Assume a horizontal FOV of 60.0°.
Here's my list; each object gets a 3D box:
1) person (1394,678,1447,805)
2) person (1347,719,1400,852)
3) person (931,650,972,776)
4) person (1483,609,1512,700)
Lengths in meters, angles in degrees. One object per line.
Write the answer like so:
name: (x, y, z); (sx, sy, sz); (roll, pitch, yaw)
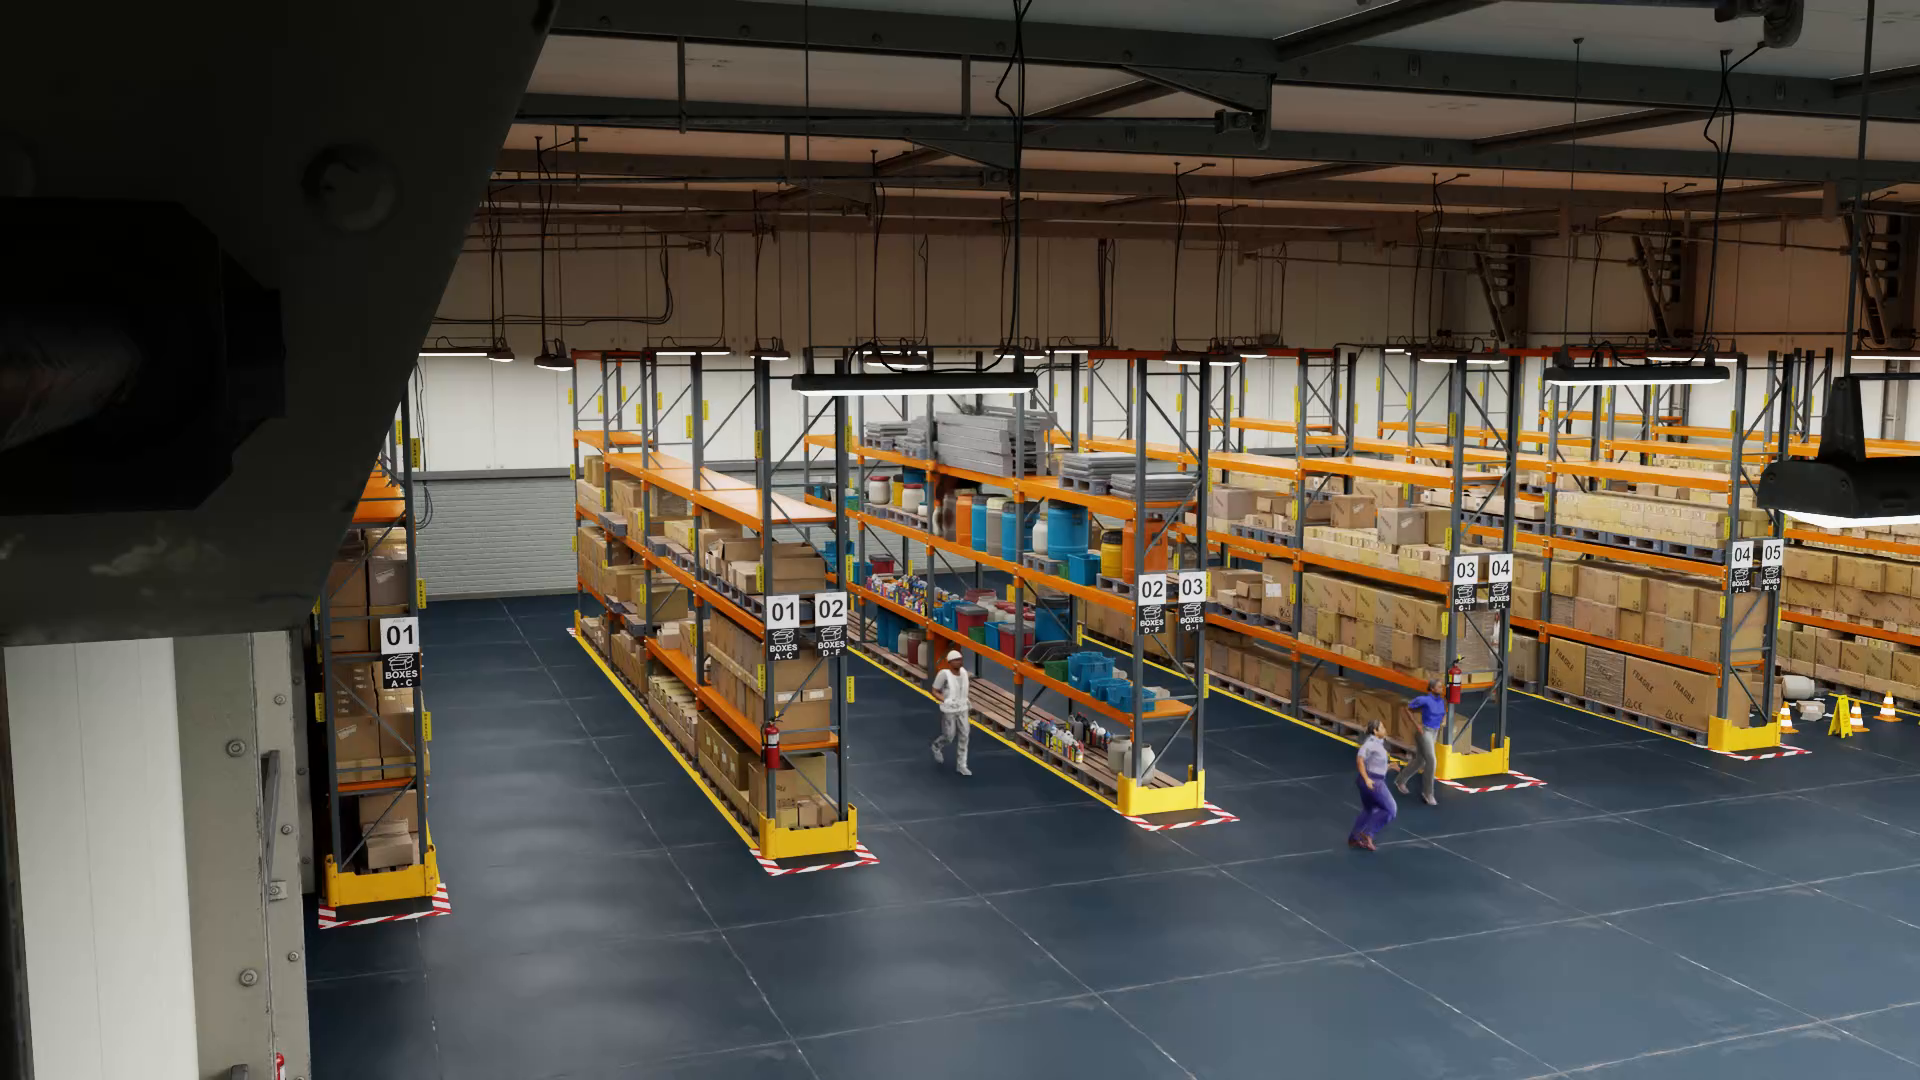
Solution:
person: (6.362, 2.722, 22.732); (0.585, 1.704, 0.738); (-6, 10, -42)
person: (5.099, 3.092, 20.436); (0.625, 1.444, 0.606); (1, 7, 7)
person: (-0.114, 2.472, 24.057); (0.682, 1.777, 0.885); (-5, 9, -33)
person: (9.267, 1.953, 28.599); (0.563, 1.651, 0.572); (-3, 8, -23)
